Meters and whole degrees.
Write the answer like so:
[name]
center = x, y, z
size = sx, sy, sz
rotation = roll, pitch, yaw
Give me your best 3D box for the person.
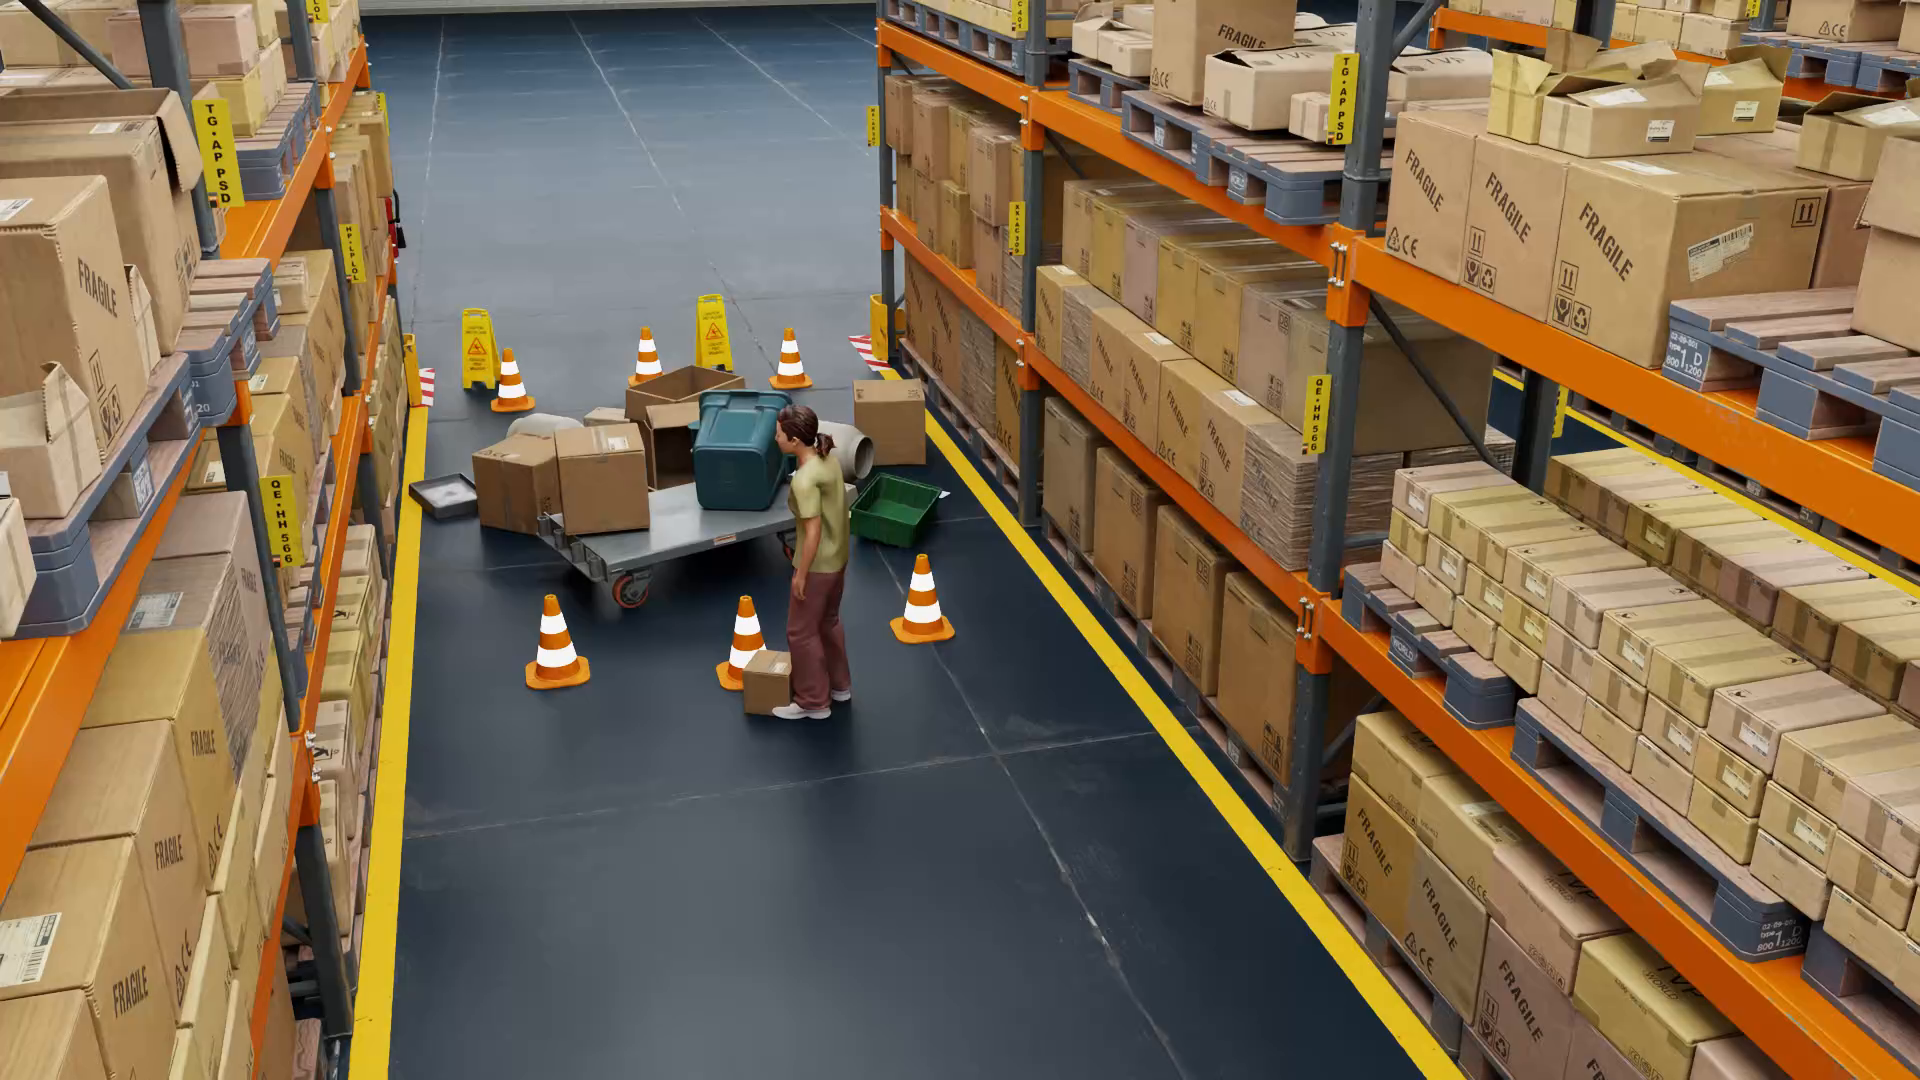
[person]
center = -0.757, 0.114, 8.328
size = 0.407, 1.673, 0.517
rotation = 4, 23, 10
